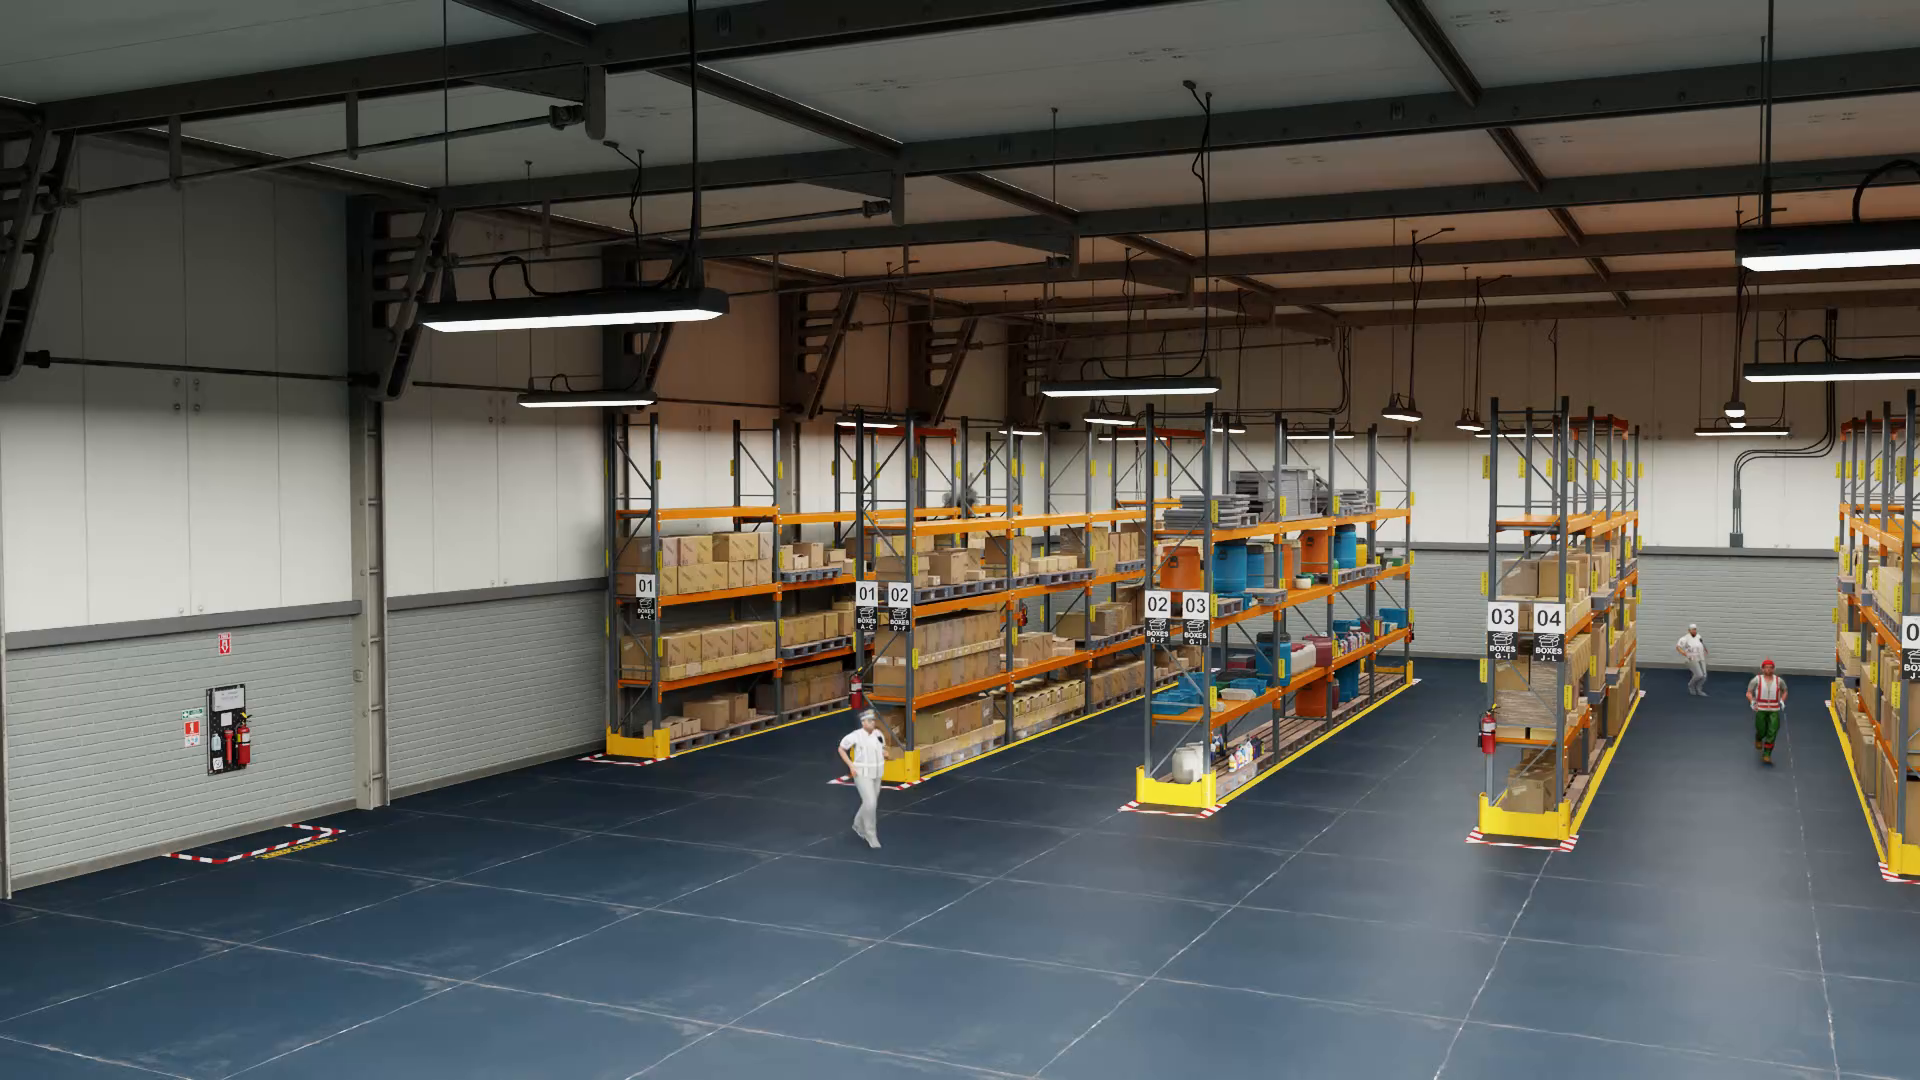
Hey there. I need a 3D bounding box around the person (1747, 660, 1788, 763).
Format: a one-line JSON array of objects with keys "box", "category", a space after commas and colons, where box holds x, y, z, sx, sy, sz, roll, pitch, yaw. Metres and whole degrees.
[{"box": [13.894, 2.927, 28.600, 0.653, 1.749, 0.734, 1, 3, 18], "category": "person"}]

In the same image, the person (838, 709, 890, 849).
[{"box": [-1.237, 3.182, 22.277, 0.643, 1.848, 0.760, -2, 3, -44], "category": "person"}]

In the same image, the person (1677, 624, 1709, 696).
[{"box": [16.255, 2.655, 36.762, 0.609, 1.599, 0.537, -1, 2, -15], "category": "person"}]
